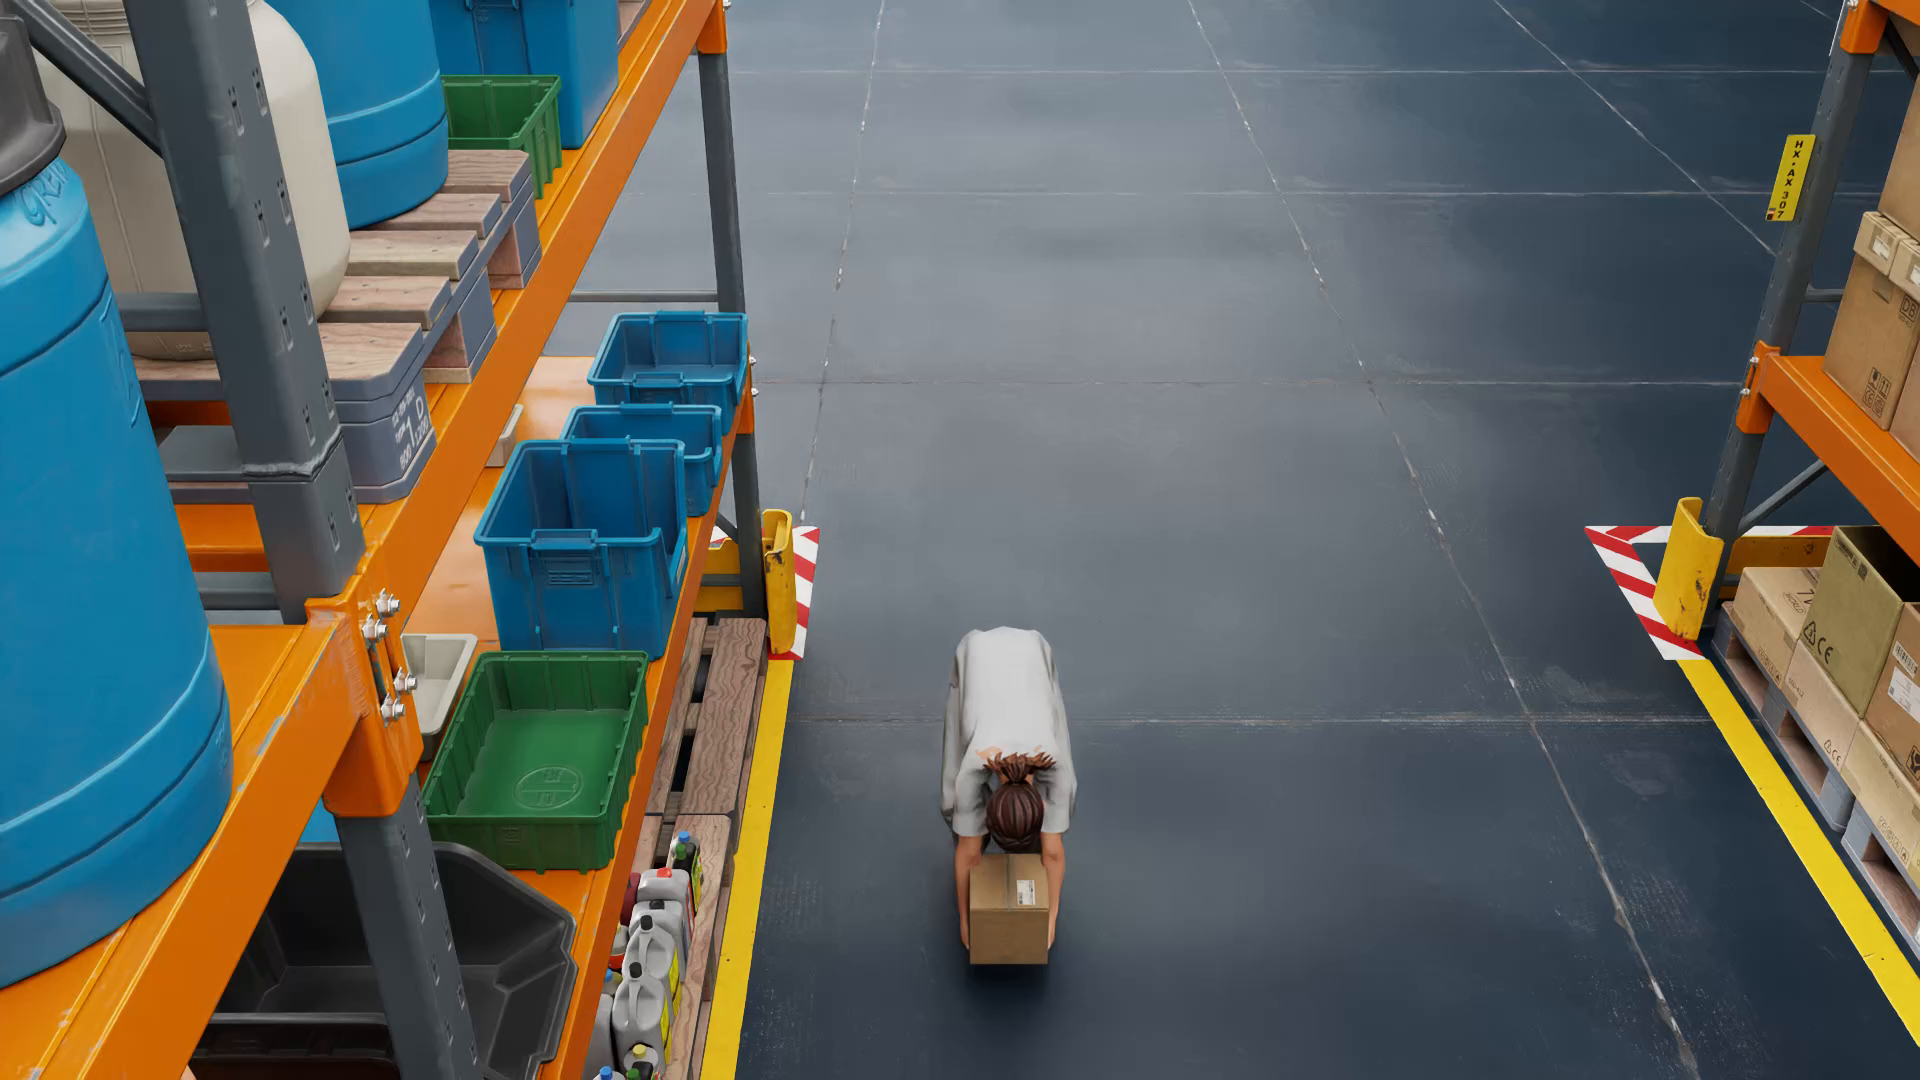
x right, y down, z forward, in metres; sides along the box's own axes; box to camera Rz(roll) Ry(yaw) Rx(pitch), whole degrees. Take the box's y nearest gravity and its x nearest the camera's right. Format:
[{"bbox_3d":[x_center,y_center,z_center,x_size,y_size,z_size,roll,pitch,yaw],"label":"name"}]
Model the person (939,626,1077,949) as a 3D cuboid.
[{"bbox_3d":[0.160,0.842,5.474,0.454,0.935,0.854,-2,32,-3],"label":"person"}]
